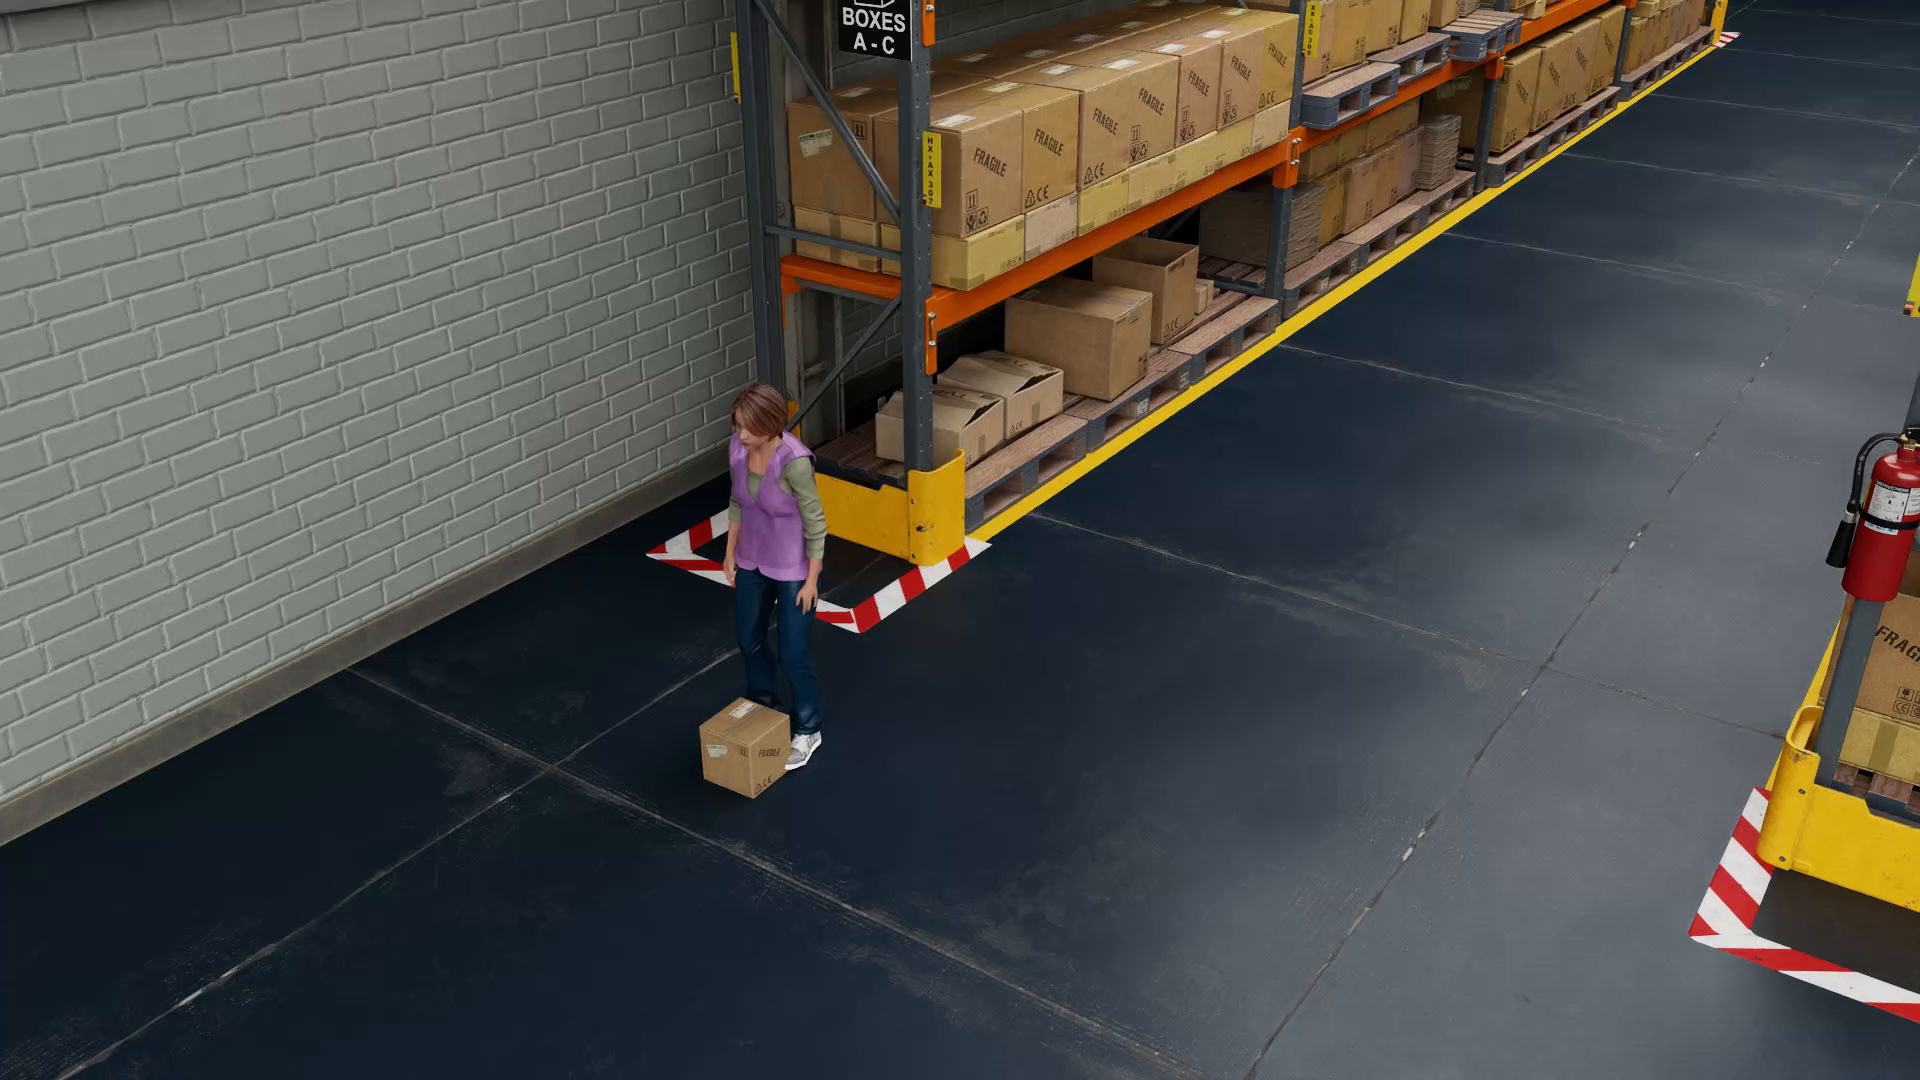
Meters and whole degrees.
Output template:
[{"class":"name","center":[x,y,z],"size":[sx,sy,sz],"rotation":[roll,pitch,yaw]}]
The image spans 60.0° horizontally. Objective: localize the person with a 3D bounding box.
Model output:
[{"class":"person","center":[-0.711,0.122,6.395],"size":[0.460,1.591,0.345],"rotation":[17,32,29]}]
